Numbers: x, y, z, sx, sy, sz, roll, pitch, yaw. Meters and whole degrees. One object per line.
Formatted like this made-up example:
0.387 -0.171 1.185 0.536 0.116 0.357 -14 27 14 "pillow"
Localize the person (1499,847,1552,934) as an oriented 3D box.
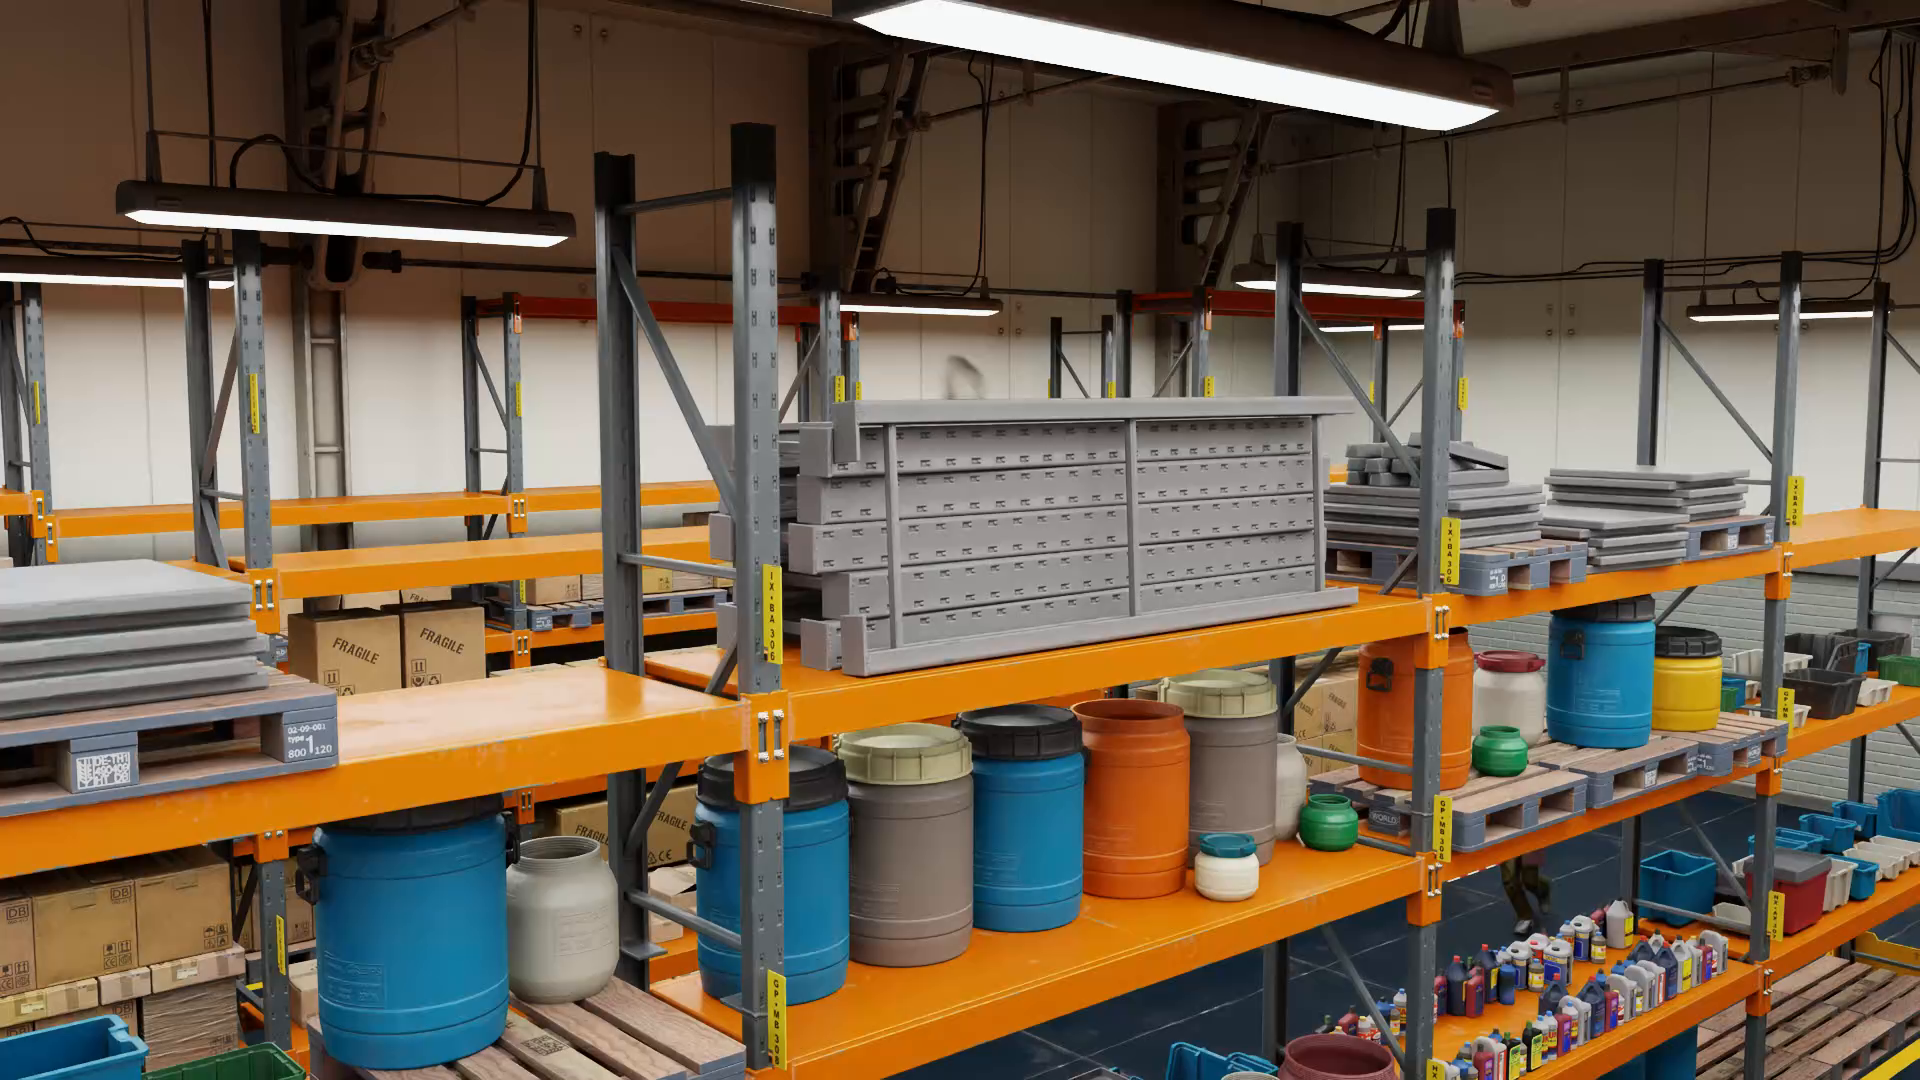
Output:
5.326 2.815 15.793 0.729 1.712 0.678 4 7 38 "person"
